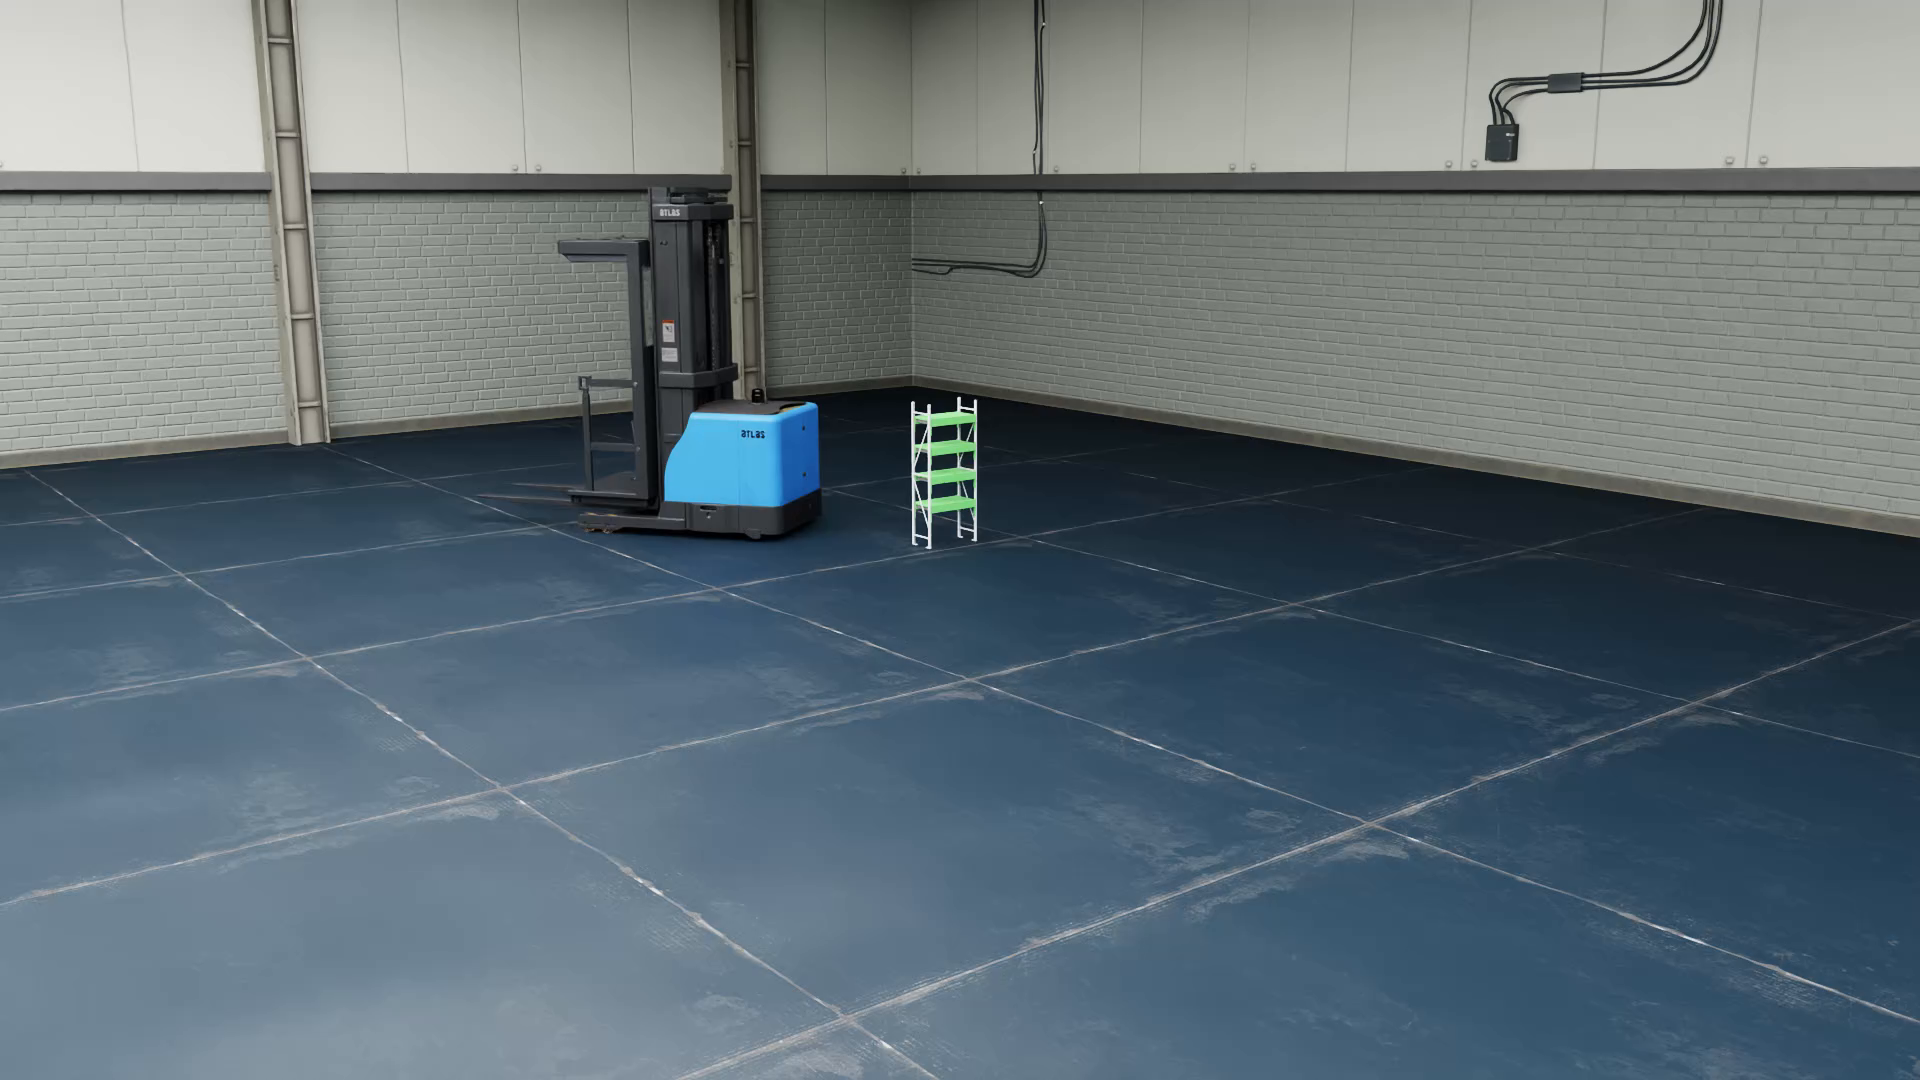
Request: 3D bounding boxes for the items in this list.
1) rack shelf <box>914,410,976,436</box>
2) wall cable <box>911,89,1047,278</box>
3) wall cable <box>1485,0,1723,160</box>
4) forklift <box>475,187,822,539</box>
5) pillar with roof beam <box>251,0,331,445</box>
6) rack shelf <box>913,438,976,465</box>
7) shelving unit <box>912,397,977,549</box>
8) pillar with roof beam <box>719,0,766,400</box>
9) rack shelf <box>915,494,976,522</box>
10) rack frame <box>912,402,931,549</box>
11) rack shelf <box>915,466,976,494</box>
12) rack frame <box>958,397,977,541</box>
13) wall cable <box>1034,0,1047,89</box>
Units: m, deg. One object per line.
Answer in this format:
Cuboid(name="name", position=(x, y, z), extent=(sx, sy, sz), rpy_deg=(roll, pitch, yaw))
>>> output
Cuboid(name="rack shelf", position=(-0.129, -0.972, 13.817), extent=(0.480, 0.148, 0.258), rpy_deg=(-9, 15, -38))
Cuboid(name="wall cable", position=(0.171, -4.978, 23.381), extent=(0.112, 2.526, 3.097), rpy_deg=(-9, 15, -38))
Cuboid(name="wall cable", position=(6.090, -6.618, 15.444), extent=(0.169, 6.003, 2.305), rpy_deg=(-9, 15, -38))
Cuboid(name="forklift", position=(-2.812, -1.592, 14.571), extent=(3.031, 2.935, 1.130), rpy_deg=(3, 12, 16))
Cuboid(name="pillar with roof beam", position=(-4.951, -4.852, 15.313), extent=(0.400, 9.000, 9.100), rpy_deg=(-9, 15, -38))
Cuboid(name="rack shelf", position=(-0.129, -0.738, 13.866), extent=(0.480, 0.148, 0.258), rpy_deg=(-9, 15, -38))
Cuboid(name="shelving unit", position=(-0.129, -0.565, 13.903), extent=(0.503, 1.200, 0.258), rpy_deg=(-9, 15, -38))
Cuboid(name="pillar with roof beam", position=(-0.266, -5.630, 18.980), extent=(0.400, 9.000, 9.100), rpy_deg=(-9, 15, -38))
Cuboid(name="rack shelf", position=(-0.129, -0.268, 13.966), extent=(0.480, 0.148, 0.258), rpy_deg=(-9, 15, -38))
Cuboid(name="rack frame", position=(-0.320, -0.534, 13.754), extent=(0.015, 1.200, 0.240), rpy_deg=(-9, 15, -38))
Cuboid(name="rack shelf", position=(-0.129, -0.503, 13.916), extent=(0.480, 0.148, 0.258), rpy_deg=(-9, 15, -38))
Cuboid(name="rack frame", position=(0.061, -0.597, 14.052), extent=(0.015, 1.200, 0.240), rpy_deg=(-9, 15, -38))
Cuboid(name="wall cable", position=(1.861, -7.009, 20.790), extent=(0.112, 2.526, 3.097), rpy_deg=(-9, 15, -38))
